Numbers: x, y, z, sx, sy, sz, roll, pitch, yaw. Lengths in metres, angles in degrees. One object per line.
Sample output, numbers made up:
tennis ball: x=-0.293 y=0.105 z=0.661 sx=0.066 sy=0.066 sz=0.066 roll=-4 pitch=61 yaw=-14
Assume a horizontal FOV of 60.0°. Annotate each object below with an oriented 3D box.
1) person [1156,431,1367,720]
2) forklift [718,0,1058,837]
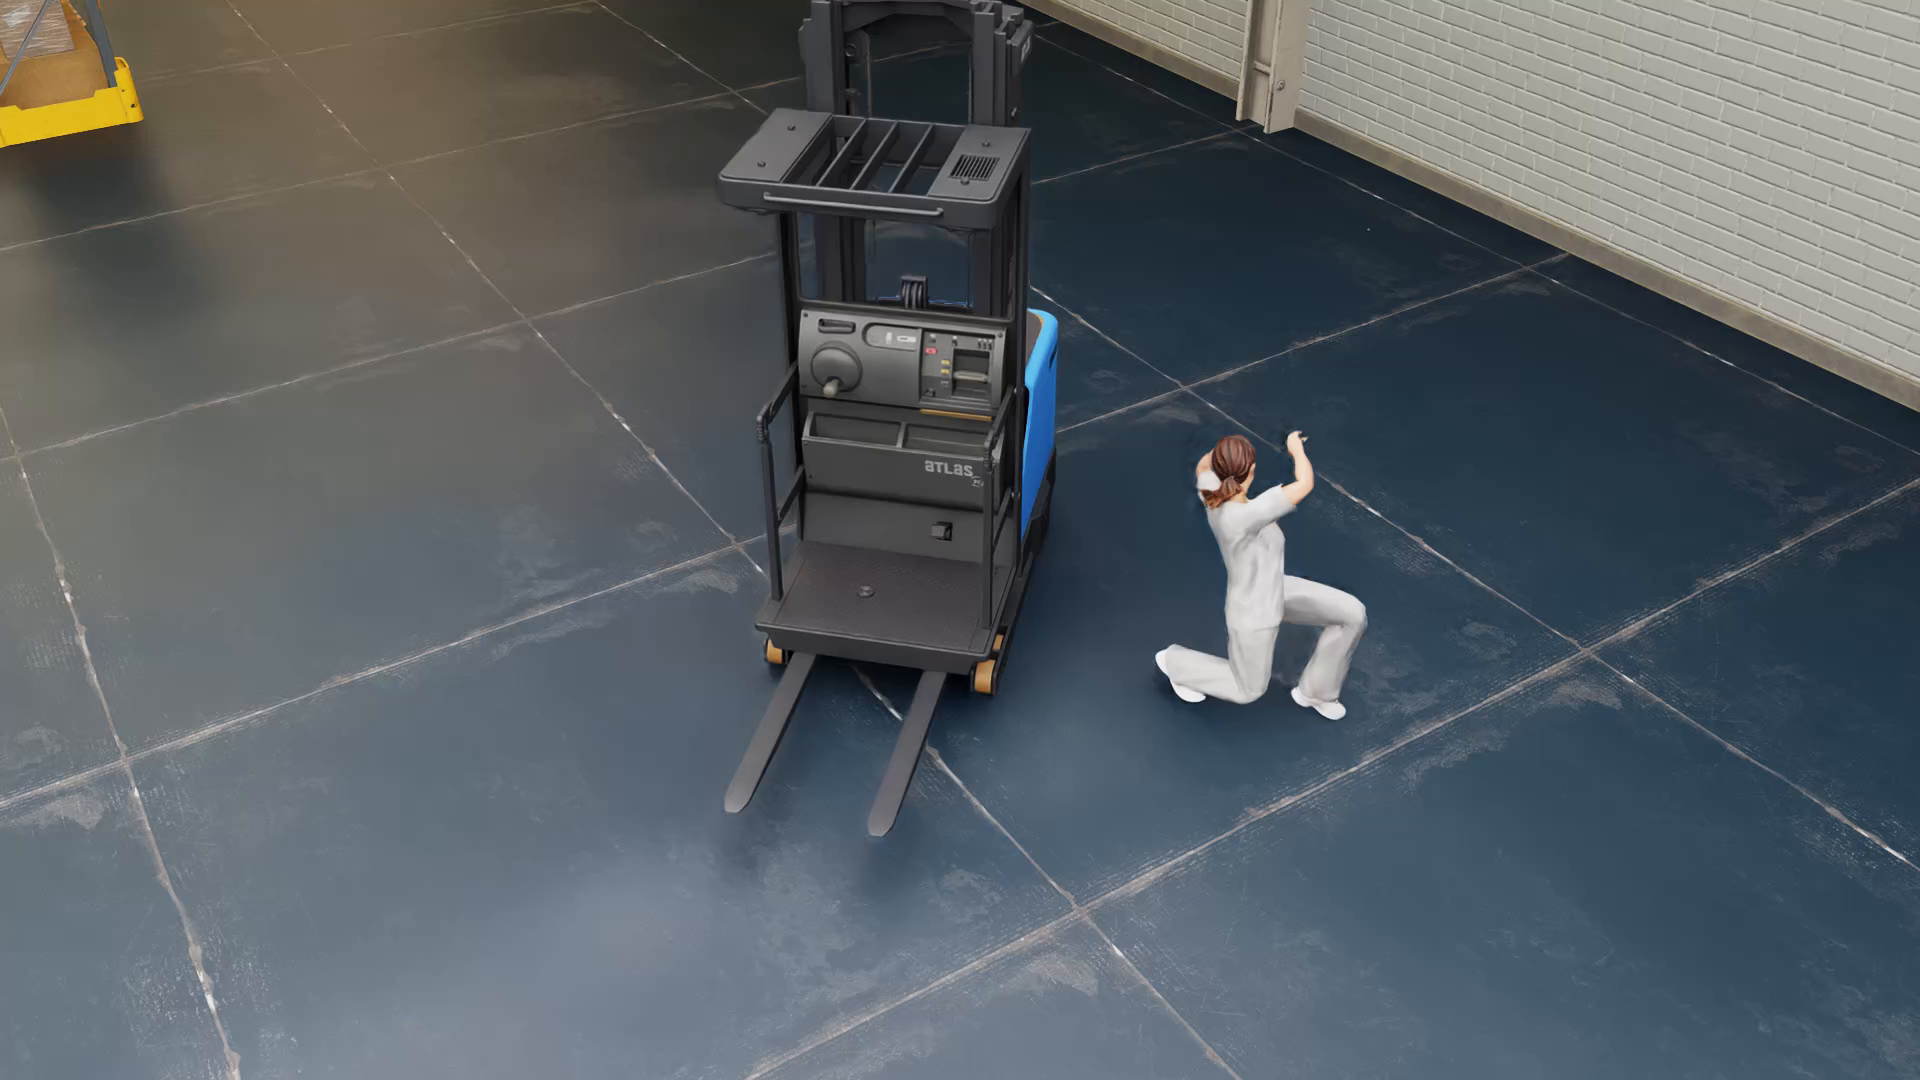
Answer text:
person: x=1.384 y=0.068 z=7.401 sx=0.905 sy=1.380 sz=0.933 roll=8 pitch=36 yaw=12
forklift: x=-0.304 y=-0.726 z=7.181 sx=1.130 sy=2.935 sz=3.031 roll=7 pitch=36 yaw=10
